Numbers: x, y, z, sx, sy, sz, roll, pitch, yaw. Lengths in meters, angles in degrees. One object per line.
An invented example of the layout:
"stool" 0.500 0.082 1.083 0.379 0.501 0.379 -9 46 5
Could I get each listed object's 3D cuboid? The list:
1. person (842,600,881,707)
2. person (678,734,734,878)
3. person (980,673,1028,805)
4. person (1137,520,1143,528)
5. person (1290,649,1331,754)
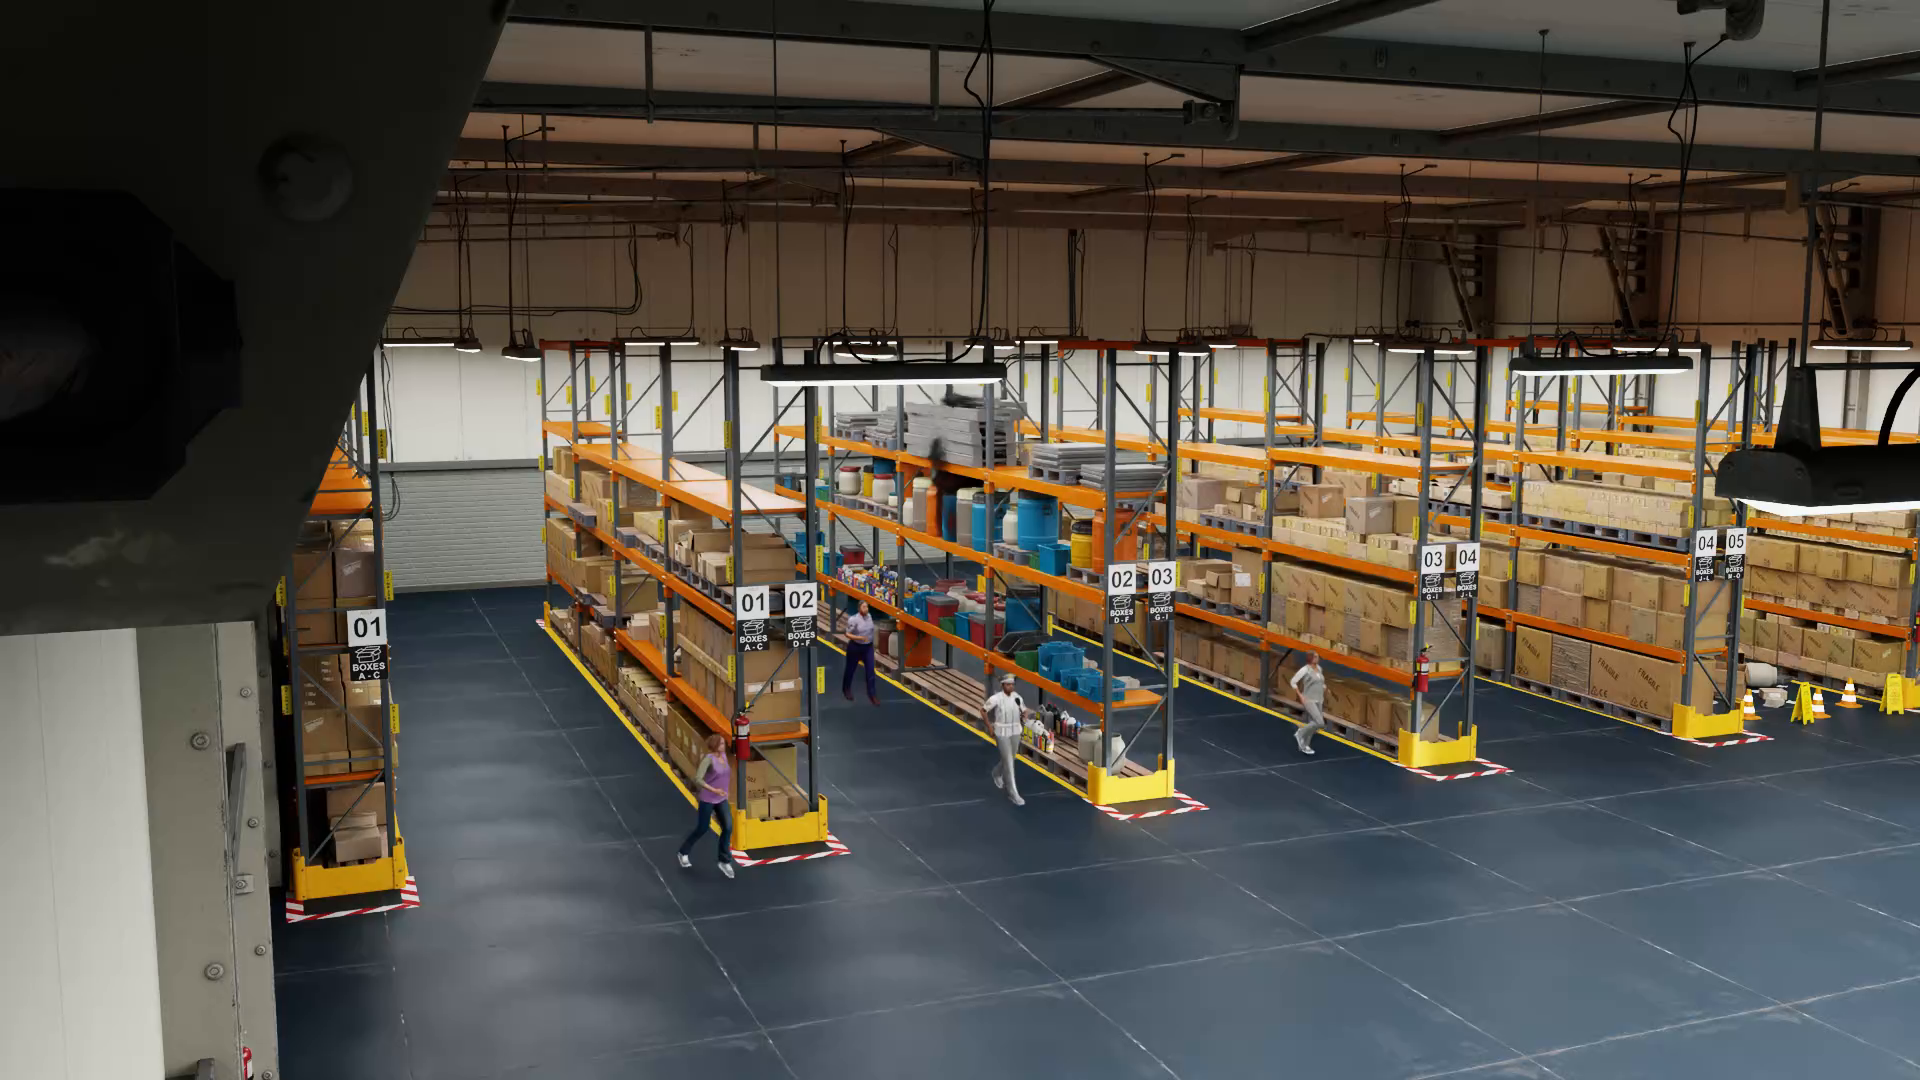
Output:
"person" -1.603 1.776 26.574 0.571 1.691 0.823 -5 9 -33
"person" -2.850 3.046 19.308 0.781 1.603 0.613 5 9 35
"person" 0.629 2.595 22.151 0.588 1.684 0.932 -4 9 -30
"person" 4.154 0.249 40.203 0.722 1.758 0.740 5 9 32
"person" 5.185 2.384 24.359 0.522 1.558 0.549 -6 10 -40
